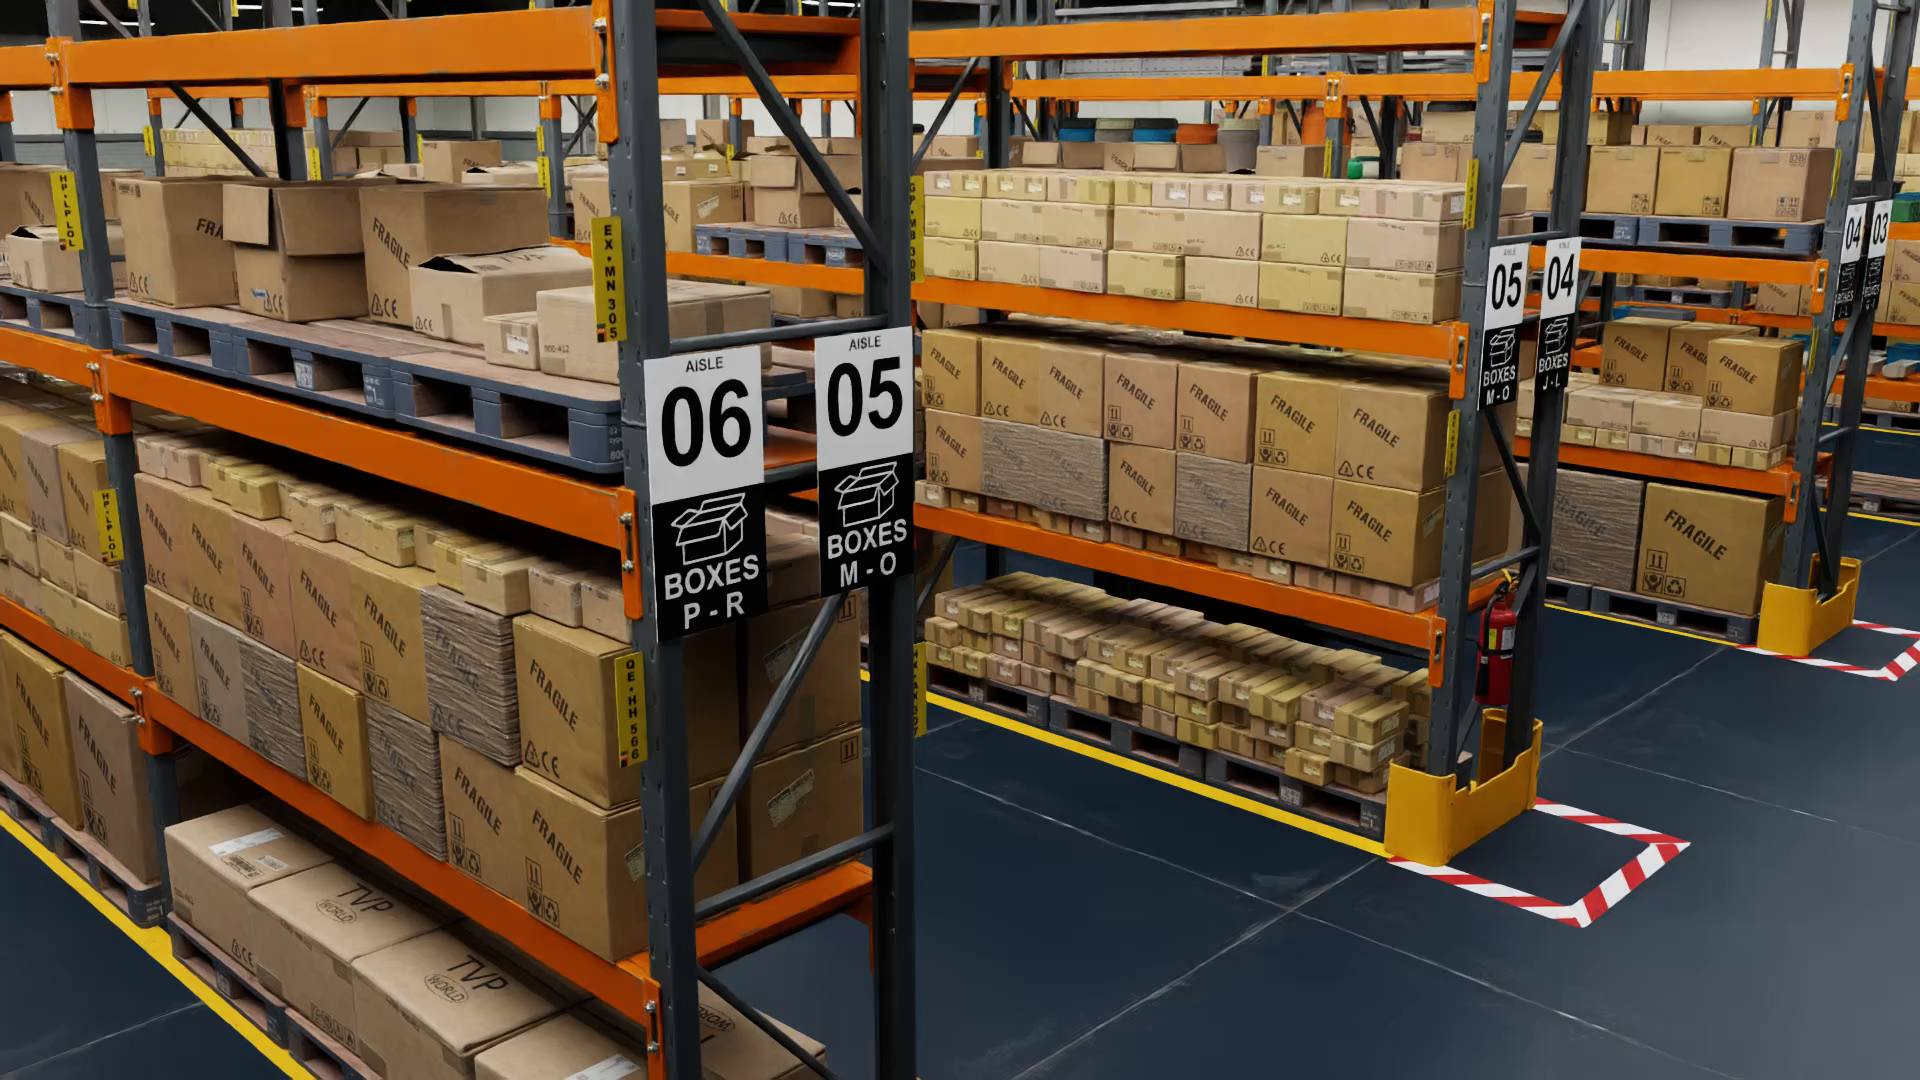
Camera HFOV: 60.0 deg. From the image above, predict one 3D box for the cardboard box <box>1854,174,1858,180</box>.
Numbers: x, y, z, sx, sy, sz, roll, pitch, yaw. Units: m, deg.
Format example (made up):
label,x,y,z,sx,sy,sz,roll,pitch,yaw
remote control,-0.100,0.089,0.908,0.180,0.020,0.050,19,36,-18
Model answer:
label,x,y,z,sx,sy,sz,roll,pitch,yaw
cardboard box,10.875,-4.399,20.531,0.500,0.250,0.500,14,20,42

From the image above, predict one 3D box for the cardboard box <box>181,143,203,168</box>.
label,x,y,z,sx,sy,sz,roll,pitch,yaw
cardboard box,-8.157,-4.213,18.197,0.500,0.250,0.500,13,20,41

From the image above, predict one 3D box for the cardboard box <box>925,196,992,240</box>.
label,x,y,z,sx,sy,sz,roll,pitch,yaw
cardboard box,0.125,-2.051,10.530,0.500,0.250,0.500,-14,20,-42

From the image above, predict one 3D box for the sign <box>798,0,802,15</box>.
label,x,y,z,sx,sy,sz,roll,pitch,yaw
sign,-1.917,-6.374,19.699,0.005,0.325,0.100,14,20,42

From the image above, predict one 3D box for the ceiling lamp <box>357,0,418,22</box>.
label,x,y,z,sx,sy,sz,roll,pitch,yaw
ceiling lamp,-16.017,-15.674,45.981,0.800,3.185,2.000,14,20,42

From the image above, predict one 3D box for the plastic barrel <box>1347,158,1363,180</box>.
label,x,y,z,sx,sy,sz,roll,pitch,yaw
plastic barrel,4.622,-4.392,19.683,0.294,0.245,0.294,0,15,0

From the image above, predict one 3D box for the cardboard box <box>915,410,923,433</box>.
label,x,y,z,sx,sy,sz,roll,pitch,yaw
cardboard box,-0.478,-0.817,11.513,0.380,0.149,0.250,-14,20,-42

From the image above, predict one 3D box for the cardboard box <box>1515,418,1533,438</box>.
label,x,y,z,sx,sy,sz,roll,pitch,yaw
cardboard box,4.566,-0.934,13.385,0.250,0.149,0.380,13,19,41

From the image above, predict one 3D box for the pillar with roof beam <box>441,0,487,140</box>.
label,x,y,z,sx,sy,sz,roll,pitch,yaw
pillar with roof beam,-18.343,-13.644,49.769,0.548,9.000,9.100,14,20,42

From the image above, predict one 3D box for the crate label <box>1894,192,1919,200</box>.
label,x,y,z,sx,sy,sz,roll,pitch,yaw
crate label,9.338,-3.239,16.079,0.502,0.251,0.408,14,20,42

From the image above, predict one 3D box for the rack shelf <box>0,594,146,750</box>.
label,x,y,z,sx,sy,sz,roll,pitch,yaw
rack shelf,-4.857,0.356,9.360,4.000,0.370,1.077,14,20,42

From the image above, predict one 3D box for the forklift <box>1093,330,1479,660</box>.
label,x,y,z,sx,sy,sz,roll,pitch,yaw
forklift,2.424,-0.733,12.251,1.130,2.935,3.031,-13,19,-40

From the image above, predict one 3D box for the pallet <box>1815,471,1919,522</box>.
label,x,y,z,sx,sy,sz,roll,pitch,yaw
pallet,9.212,-0.442,16.526,1.213,0.211,1.003,14,20,42

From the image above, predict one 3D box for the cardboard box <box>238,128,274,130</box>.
label,x,y,z,sx,sy,sz,roll,pitch,yaw
cardboard box,-7.852,-4.539,18.659,0.250,0.149,0.380,14,20,43

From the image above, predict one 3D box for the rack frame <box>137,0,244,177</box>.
label,x,y,z,sx,sy,sz,roll,pitch,yaw
rack frame,-8.693,-5.561,18.746,0.127,3.000,1.000,14,20,42

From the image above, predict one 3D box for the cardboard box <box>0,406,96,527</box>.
label,x,y,z,sx,sy,sz,roll,pitch,yaw
cardboard box,-4.642,-0.388,8.609,0.500,0.500,0.500,-14,20,-43

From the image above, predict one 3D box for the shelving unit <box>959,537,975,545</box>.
label,x,y,z,sx,sy,sz,roll,pitch,yaw
shelving unit,0.006,-0.434,15.131,0.210,0.900,0.258,14,20,42

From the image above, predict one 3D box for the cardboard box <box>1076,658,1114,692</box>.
label,x,y,z,sx,sy,sz,roll,pitch,yaw
cardboard box,0.941,0.816,10.401,0.250,0.149,0.380,13,20,42

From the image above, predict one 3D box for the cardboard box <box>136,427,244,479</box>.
label,x,y,z,sx,sy,sz,roll,pitch,yaw
cardboard box,-3.370,-0.386,7.313,0.250,0.149,0.380,13,20,41

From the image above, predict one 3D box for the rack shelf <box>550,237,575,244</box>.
label,x,y,z,sx,sy,sz,roll,pitch,yaw
rack shelf,-4.374,-2.711,15.185,4.000,0.370,1.077,14,20,42

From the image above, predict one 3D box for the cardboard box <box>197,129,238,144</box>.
label,x,y,z,sx,sy,sz,roll,pitch,yaw
cardboard box,-7.942,-4.331,17.860,0.250,0.149,0.380,13,20,41

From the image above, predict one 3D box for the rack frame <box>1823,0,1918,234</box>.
label,x,y,z,sx,sy,sz,roll,pitch,yaw
rack frame,6.340,-3.644,11.387,0.127,3.000,1.000,14,20,42

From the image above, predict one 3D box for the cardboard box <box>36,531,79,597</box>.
label,x,y,z,sx,sy,sz,roll,pitch,yaw
cardboard box,-4.269,0.070,8.339,0.500,0.250,0.500,-14,20,-43

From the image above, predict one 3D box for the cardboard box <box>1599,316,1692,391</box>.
label,x,y,z,sx,sy,sz,roll,pitch,yaw
cardboard box,5.445,-1.485,13.220,0.500,0.500,0.500,13,19,41

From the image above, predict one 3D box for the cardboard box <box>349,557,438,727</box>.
label,x,y,z,sx,sy,sz,roll,pitch,yaw
cardboard box,-1.801,0.312,5.924,0.500,0.500,0.500,14,20,42

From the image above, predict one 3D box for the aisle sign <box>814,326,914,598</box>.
label,x,y,z,sx,sy,sz,roll,pitch,yaw
aisle sign,-0.285,-0.240,5.065,0.004,0.787,0.394,14,20,42

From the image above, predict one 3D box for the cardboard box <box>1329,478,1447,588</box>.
label,x,y,z,sx,sy,sz,roll,pitch,yaw
cardboard box,2.323,-0.082,8.828,0.500,0.500,0.500,-14,20,-43

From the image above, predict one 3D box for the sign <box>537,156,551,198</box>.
label,x,y,z,sx,sy,sz,roll,pitch,yaw
sign,-3.325,-2.899,13.295,0.005,0.325,0.100,14,20,42

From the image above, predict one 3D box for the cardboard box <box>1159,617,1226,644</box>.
label,x,y,z,sx,sy,sz,roll,pitch,yaw
cardboard box,1.475,0.624,10.548,0.250,0.149,0.380,14,20,42

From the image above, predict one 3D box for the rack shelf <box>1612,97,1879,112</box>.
label,x,y,z,sx,sy,sz,roll,pitch,yaw
rack shelf,12.336,-6.849,25.910,4.000,0.370,1.077,14,20,42

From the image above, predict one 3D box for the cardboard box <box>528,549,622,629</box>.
label,x,y,z,sx,sy,sz,roll,pitch,yaw
cardboard box,-1.135,0.146,5.274,0.380,0.149,0.250,-14,20,-43

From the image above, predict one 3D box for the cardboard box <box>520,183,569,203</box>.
label,x,y,z,sx,sy,sz,roll,pitch,yaw
cardboard box,-3.518,-2.913,13.964,0.250,0.166,0.380,14,20,42

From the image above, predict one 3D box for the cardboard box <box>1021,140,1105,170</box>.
label,x,y,z,sx,sy,sz,roll,pitch,yaw
cardboard box,1.071,-3.752,16.713,0.797,0.503,0.637,-13,19,-41

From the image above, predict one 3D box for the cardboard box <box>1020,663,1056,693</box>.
label,x,y,z,sx,sy,sz,roll,pitch,yaw
cardboard box,0.609,0.856,10.835,0.250,0.149,0.380,13,20,41

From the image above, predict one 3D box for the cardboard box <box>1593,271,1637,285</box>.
label,x,y,z,sx,sy,sz,roll,pitch,yaw
cardboard box,9.025,-3.788,22.806,0.500,0.500,0.700,8,17,28

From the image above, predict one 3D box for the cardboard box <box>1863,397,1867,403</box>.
label,x,y,z,sx,sy,sz,roll,pitch,yaw
cardboard box,11.487,-1.970,21.323,0.500,0.311,0.500,14,20,42

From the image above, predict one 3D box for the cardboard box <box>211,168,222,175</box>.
label,x,y,z,sx,sy,sz,roll,pitch,yaw
cardboard box,-7.760,-3.901,17.789,0.250,0.149,0.380,13,20,42

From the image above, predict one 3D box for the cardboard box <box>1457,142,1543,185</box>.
label,x,y,z,sx,sy,sz,roll,pitch,yaw
cardboard box,4.450,-2.971,13.525,0.700,0.500,0.500,-13,20,-41

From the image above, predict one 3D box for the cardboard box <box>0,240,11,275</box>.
label,x,y,z,sx,sy,sz,roll,pitch,yaw
cardboard box,-4.883,-1.487,8.690,0.380,0.166,0.250,-12,19,-40

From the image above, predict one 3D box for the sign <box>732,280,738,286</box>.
label,x,y,z,sx,sy,sz,roll,pitch,yaw
sign,-2.669,-3.160,19.711,0.005,0.325,0.100,14,20,42

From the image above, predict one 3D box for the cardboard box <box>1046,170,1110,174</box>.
label,x,y,z,sx,sy,sz,roll,pitch,yaw
cardboard box,0.763,-2.287,10.645,0.250,0.149,0.380,14,20,42

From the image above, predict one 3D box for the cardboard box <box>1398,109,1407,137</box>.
label,x,y,z,sx,sy,sz,roll,pitch,yaw
cardboard box,7.862,-7.669,30.564,0.500,0.500,0.500,-14,20,-43

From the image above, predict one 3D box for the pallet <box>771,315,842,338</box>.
label,x,y,z,sx,sy,sz,roll,pitch,yaw
pallet,-1.849,-2.588,19.613,1.213,0.211,1.003,14,20,42

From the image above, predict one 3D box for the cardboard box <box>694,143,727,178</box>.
label,x,y,z,sx,sy,sz,roll,pitch,yaw
cardboard box,-2.083,-3.018,13.217,0.258,0.266,0.396,14,20,42

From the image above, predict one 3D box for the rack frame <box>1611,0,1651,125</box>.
label,x,y,z,sx,sy,sz,roll,pitch,yaw
rack frame,10.896,-7.741,27.112,0.127,3.000,1.000,14,20,42

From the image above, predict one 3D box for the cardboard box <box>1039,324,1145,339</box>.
label,x,y,z,sx,sy,sz,roll,pitch,yaw
cardboard box,0.847,-1.111,10.795,0.500,0.500,0.500,13,19,40

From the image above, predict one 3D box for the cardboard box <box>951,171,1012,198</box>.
label,x,y,z,sx,sy,sz,roll,pitch,yaw
cardboard box,0.160,-2.223,10.400,0.250,0.149,0.380,13,19,40

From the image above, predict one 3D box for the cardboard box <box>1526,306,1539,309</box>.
label,x,y,z,sx,sy,sz,roll,pitch,yaw
cardboard box,10.051,-4.069,29.002,0.500,0.500,0.700,14,20,42

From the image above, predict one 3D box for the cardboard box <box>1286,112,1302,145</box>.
label,x,y,z,sx,sy,sz,roll,pitch,yaw
cardboard box,5.423,-6.373,25.787,0.500,0.500,0.500,-12,19,-39

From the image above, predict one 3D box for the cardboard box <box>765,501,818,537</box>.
label,x,y,z,sx,sy,sz,roll,pitch,yaw
cardboard box,-1.127,-0.091,12.289,0.500,0.250,0.500,-13,20,-42

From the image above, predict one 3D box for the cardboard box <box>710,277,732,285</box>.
label,x,y,z,sx,sy,sz,roll,pitch,yaw
cardboard box,-2.579,-3.123,20.498,0.500,0.500,0.875,14,20,42

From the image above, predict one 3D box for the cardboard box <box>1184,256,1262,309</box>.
label,x,y,z,sx,sy,sz,roll,pitch,yaw
cardboard box,1.594,-1.446,9.198,0.500,0.250,0.500,-13,20,-42

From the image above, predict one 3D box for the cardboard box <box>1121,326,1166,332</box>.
label,x,y,z,sx,sy,sz,roll,pitch,yaw
cardboard box,1.845,-1.788,15.964,0.500,0.500,0.500,14,20,42

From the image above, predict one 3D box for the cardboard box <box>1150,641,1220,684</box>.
label,x,y,z,sx,sy,sz,roll,pitch,yaw
cardboard box,1.365,0.747,10.074,0.250,0.149,0.380,13,19,40

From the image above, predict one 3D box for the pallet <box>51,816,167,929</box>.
label,x,y,z,sx,sy,sz,roll,pitch,yaw
pallet,-4.025,1.586,8.744,1.213,0.211,1.003,14,20,42

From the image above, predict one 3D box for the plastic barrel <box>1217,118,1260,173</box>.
label,x,y,z,sx,sy,sz,roll,pitch,yaw
plastic barrel,3.579,-4.917,21.228,0.600,0.901,0.600,0,15,0

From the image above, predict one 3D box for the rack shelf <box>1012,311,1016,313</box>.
label,x,y,z,sx,sy,sz,roll,pitch,yaw
rack shelf,-0.300,-3.742,25.088,4.000,0.370,1.077,14,20,42

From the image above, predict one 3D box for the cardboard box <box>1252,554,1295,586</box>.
label,x,y,z,sx,sy,sz,roll,pitch,yaw
cardboard box,1.850,0.126,9.316,0.380,0.149,0.250,-14,20,-43
